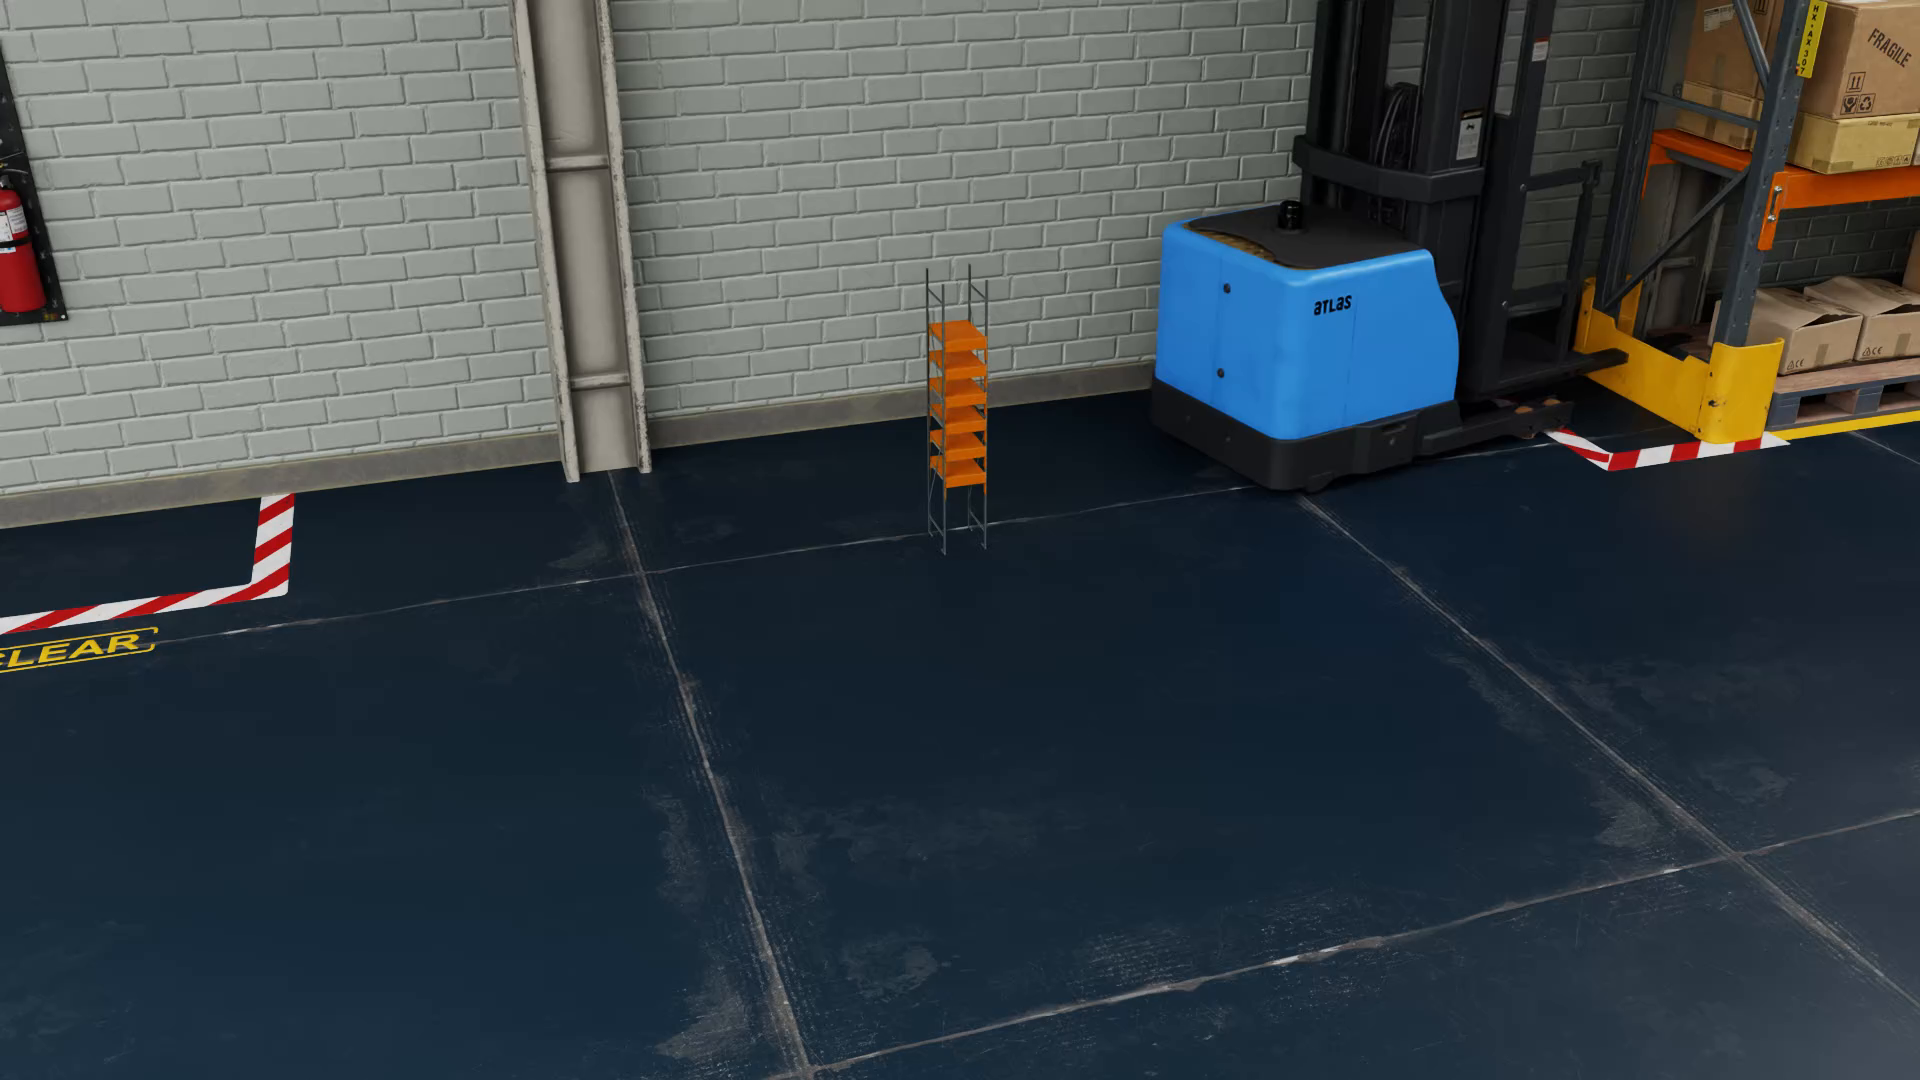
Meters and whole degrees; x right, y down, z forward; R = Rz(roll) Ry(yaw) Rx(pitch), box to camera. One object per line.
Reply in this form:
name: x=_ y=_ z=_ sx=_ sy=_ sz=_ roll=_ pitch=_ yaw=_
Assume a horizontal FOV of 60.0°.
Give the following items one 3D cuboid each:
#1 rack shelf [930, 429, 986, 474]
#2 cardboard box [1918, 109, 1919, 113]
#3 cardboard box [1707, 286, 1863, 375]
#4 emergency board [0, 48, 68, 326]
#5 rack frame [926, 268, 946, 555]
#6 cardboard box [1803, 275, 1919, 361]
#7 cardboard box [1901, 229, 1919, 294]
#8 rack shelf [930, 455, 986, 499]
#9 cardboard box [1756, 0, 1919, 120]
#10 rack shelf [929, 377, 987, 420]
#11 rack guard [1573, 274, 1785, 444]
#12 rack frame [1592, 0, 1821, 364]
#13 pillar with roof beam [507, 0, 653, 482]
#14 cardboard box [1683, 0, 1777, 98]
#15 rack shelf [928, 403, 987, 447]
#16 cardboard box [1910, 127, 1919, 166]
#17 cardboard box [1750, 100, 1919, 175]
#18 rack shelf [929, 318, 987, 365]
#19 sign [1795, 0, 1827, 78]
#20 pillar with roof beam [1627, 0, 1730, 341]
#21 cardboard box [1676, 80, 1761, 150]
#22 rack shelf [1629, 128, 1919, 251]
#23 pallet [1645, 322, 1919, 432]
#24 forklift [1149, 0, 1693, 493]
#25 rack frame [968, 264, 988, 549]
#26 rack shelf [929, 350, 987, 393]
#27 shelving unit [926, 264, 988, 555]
rack shelf: x=-0.014 y=-0.388 z=7.052 sx=0.180 sy=0.103 sz=0.258 roll=-8 pitch=28 yaw=-16
cardboard box: x=4.630 y=-2.349 z=7.911 sx=0.500 sy=0.500 sz=0.500 roll=-8 pitch=28 yaw=-16
cardboard box: x=4.296 y=-1.119 z=8.660 sx=0.500 sy=0.311 sz=0.500 roll=-12 pitch=29 yaw=-22
emergency board: x=-4.058 y=-1.381 z=6.658 sx=0.643 sy=1.169 sz=0.194 roll=-8 pitch=28 yaw=-16
rack frame: x=-0.101 y=-0.523 z=6.954 sx=0.006 sy=1.200 sz=0.240 roll=-8 pitch=28 yaw=-16
cardboard box: x=4.838 y=-1.197 z=8.818 sx=0.500 sy=0.311 sz=0.500 roll=-6 pitch=27 yaw=-12
cardboard box: x=5.551 y=-1.362 z=8.937 sx=0.500 sy=0.500 sz=0.700 roll=-10 pitch=28 yaw=-19
rack shelf: x=-0.014 y=-0.281 z=7.106 sx=0.180 sy=0.103 sz=0.258 roll=-8 pitch=28 yaw=-16
cardboard box: x=4.157 y=-2.285 z=7.783 sx=0.500 sy=0.500 sz=0.500 roll=-8 pitch=28 yaw=-16
rack shelf: x=-0.014 y=-0.603 z=6.946 sx=0.180 sy=0.103 sz=0.258 roll=-8 pitch=28 yaw=-16
rack guard: x=3.683 y=-0.960 z=8.621 sx=0.348 sy=0.500 sz=1.175 roll=-8 pitch=28 yaw=-16
rack frame: x=3.610 y=-2.069 z=8.044 sx=0.127 sy=3.000 sz=1.000 roll=-8 pitch=28 yaw=-16
pillar with roof beam: x=-0.364 y=-2.572 z=2.310 sx=0.400 sy=9.000 sz=9.100 roll=-8 pitch=28 yaw=-16
cardboard box: x=3.993 y=-2.501 z=8.218 sx=0.500 sy=0.500 sz=0.500 roll=-9 pitch=28 yaw=-17
rack shelf: x=-0.014 y=-0.496 z=6.999 sx=0.180 sy=0.103 sz=0.258 roll=-8 pitch=28 yaw=-16
cardboard box: x=4.662 y=-2.021 z=8.094 sx=0.500 sy=0.250 sz=0.500 roll=-9 pitch=28 yaw=-18
cardboard box: x=4.173 y=-1.944 z=7.938 sx=0.500 sy=0.250 sz=0.500 roll=-9 pitch=28 yaw=-18
rack shelf: x=-0.014 y=-0.818 z=6.839 sx=0.180 sy=0.103 sz=0.258 roll=-8 pitch=28 yaw=-16
sign: x=3.779 y=-2.227 z=7.390 sx=0.005 sy=0.325 sz=0.100 roll=-8 pitch=28 yaw=-16
pillar with roof beam: x=5.341 y=-3.398 z=3.975 sx=0.400 sy=9.000 sz=9.100 roll=-8 pitch=28 yaw=-16
cardboard box: x=3.995 y=-2.157 z=8.368 sx=0.500 sy=0.250 sz=0.500 roll=-8 pitch=27 yaw=-15
rack shelf: x=5.512 y=-2.022 z=8.759 sx=4.000 sy=0.370 sz=1.077 roll=-8 pitch=28 yaw=-16
pallet: x=4.466 y=-0.927 z=8.881 sx=1.213 sy=0.211 sz=1.003 roll=-8 pitch=28 yaw=-16
forklift: x=2.475 y=-1.996 z=7.975 sx=3.031 sy=2.935 sz=1.130 roll=-15 pitch=30 yaw=-27
rack frame: x=0.073 y=-0.548 z=7.005 sx=0.006 sy=1.200 sz=0.240 roll=-8 pitch=28 yaw=-16
rack shelf: x=-0.014 y=-0.711 z=6.892 sx=0.180 sy=0.103 sz=0.258 roll=-8 pitch=28 yaw=-16
shelving unit: x=-0.014 y=-0.535 z=6.979 sx=0.189 sy=1.200 sz=0.258 roll=-8 pitch=28 yaw=-16
